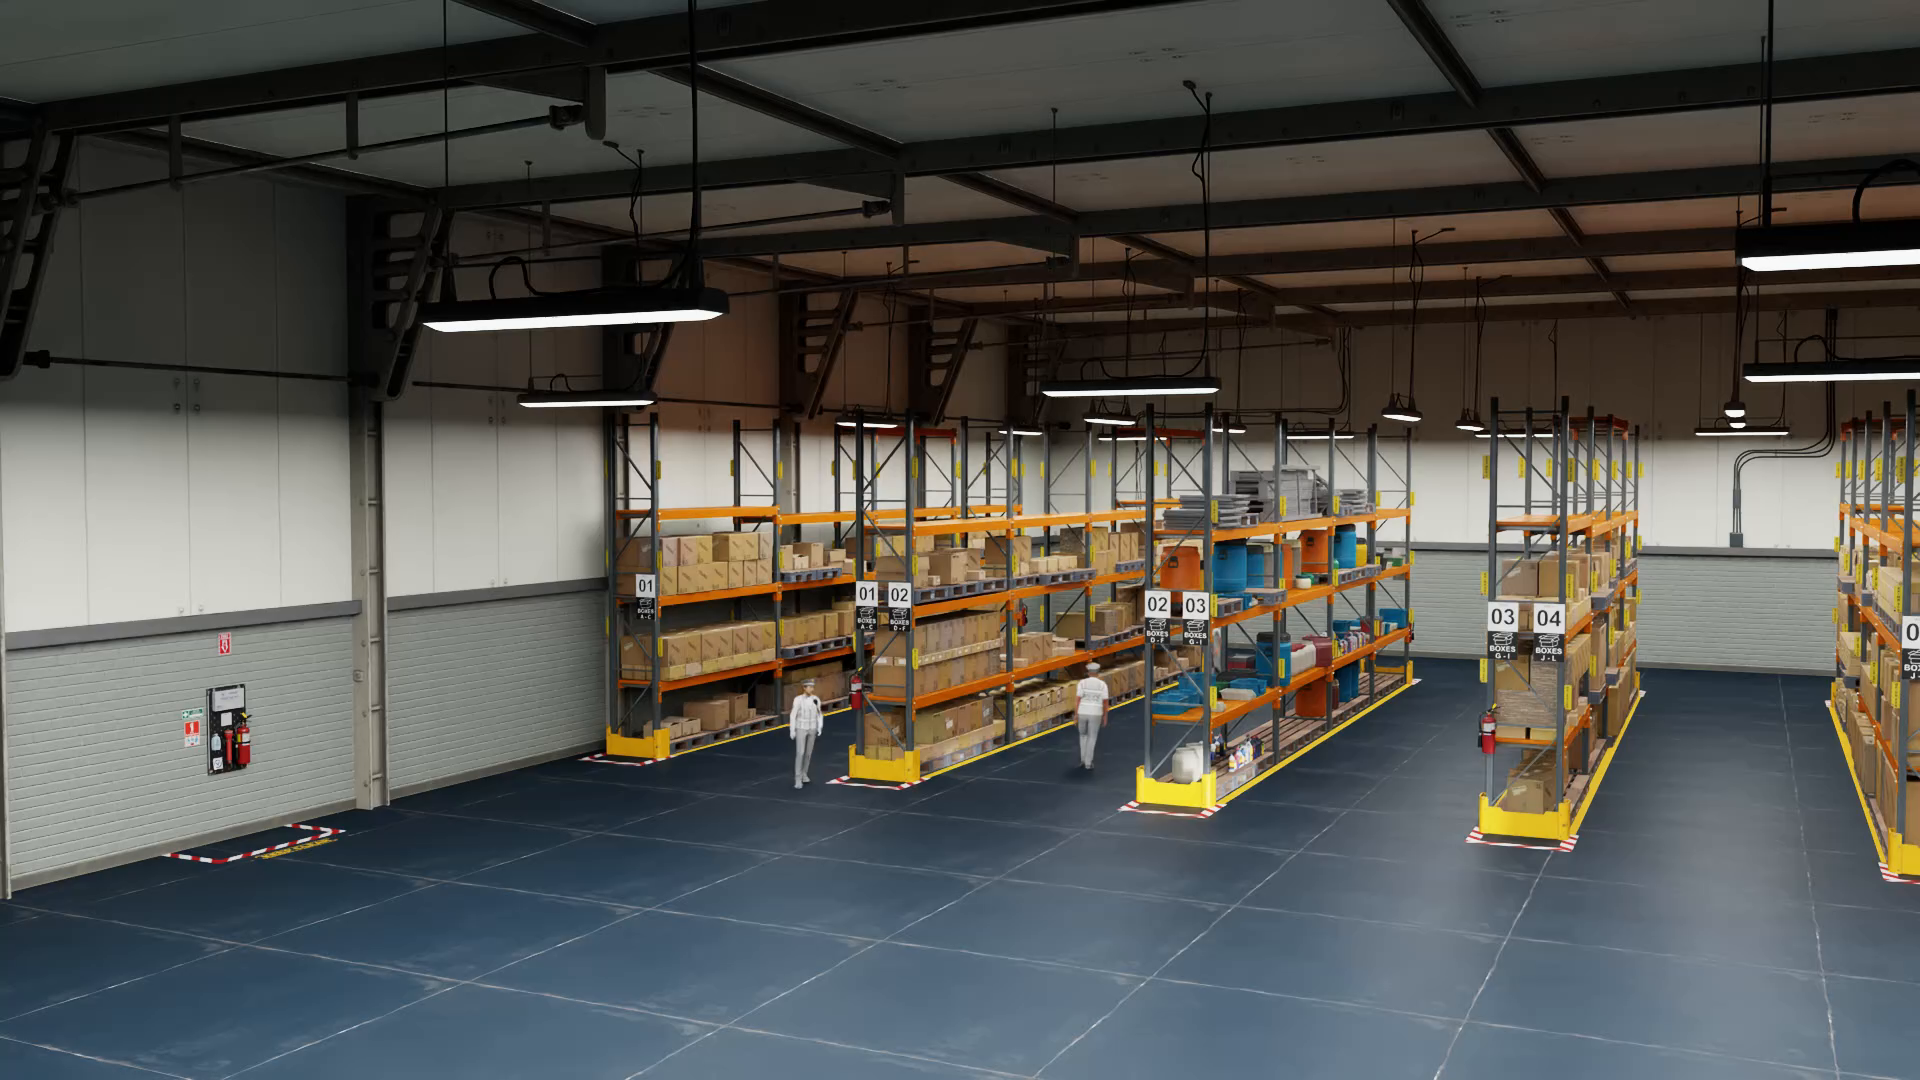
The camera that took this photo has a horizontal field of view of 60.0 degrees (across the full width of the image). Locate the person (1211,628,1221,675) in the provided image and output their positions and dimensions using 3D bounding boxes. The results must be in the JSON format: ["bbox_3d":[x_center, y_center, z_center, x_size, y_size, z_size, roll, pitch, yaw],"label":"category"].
[{"bbox_3d":[5.916,2.566,38.523,0.499,1.651,0.602,2,3,37],"label":"person"}]

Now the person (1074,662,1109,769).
[{"bbox_3d":[2.201,2.983,27.854,0.546,1.822,0.599,1,3,19],"label":"person"}]

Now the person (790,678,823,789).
[{"bbox_3d":[-2.452,3.043,26.419,0.592,1.683,0.623,-2,3,-32],"label":"person"}]
